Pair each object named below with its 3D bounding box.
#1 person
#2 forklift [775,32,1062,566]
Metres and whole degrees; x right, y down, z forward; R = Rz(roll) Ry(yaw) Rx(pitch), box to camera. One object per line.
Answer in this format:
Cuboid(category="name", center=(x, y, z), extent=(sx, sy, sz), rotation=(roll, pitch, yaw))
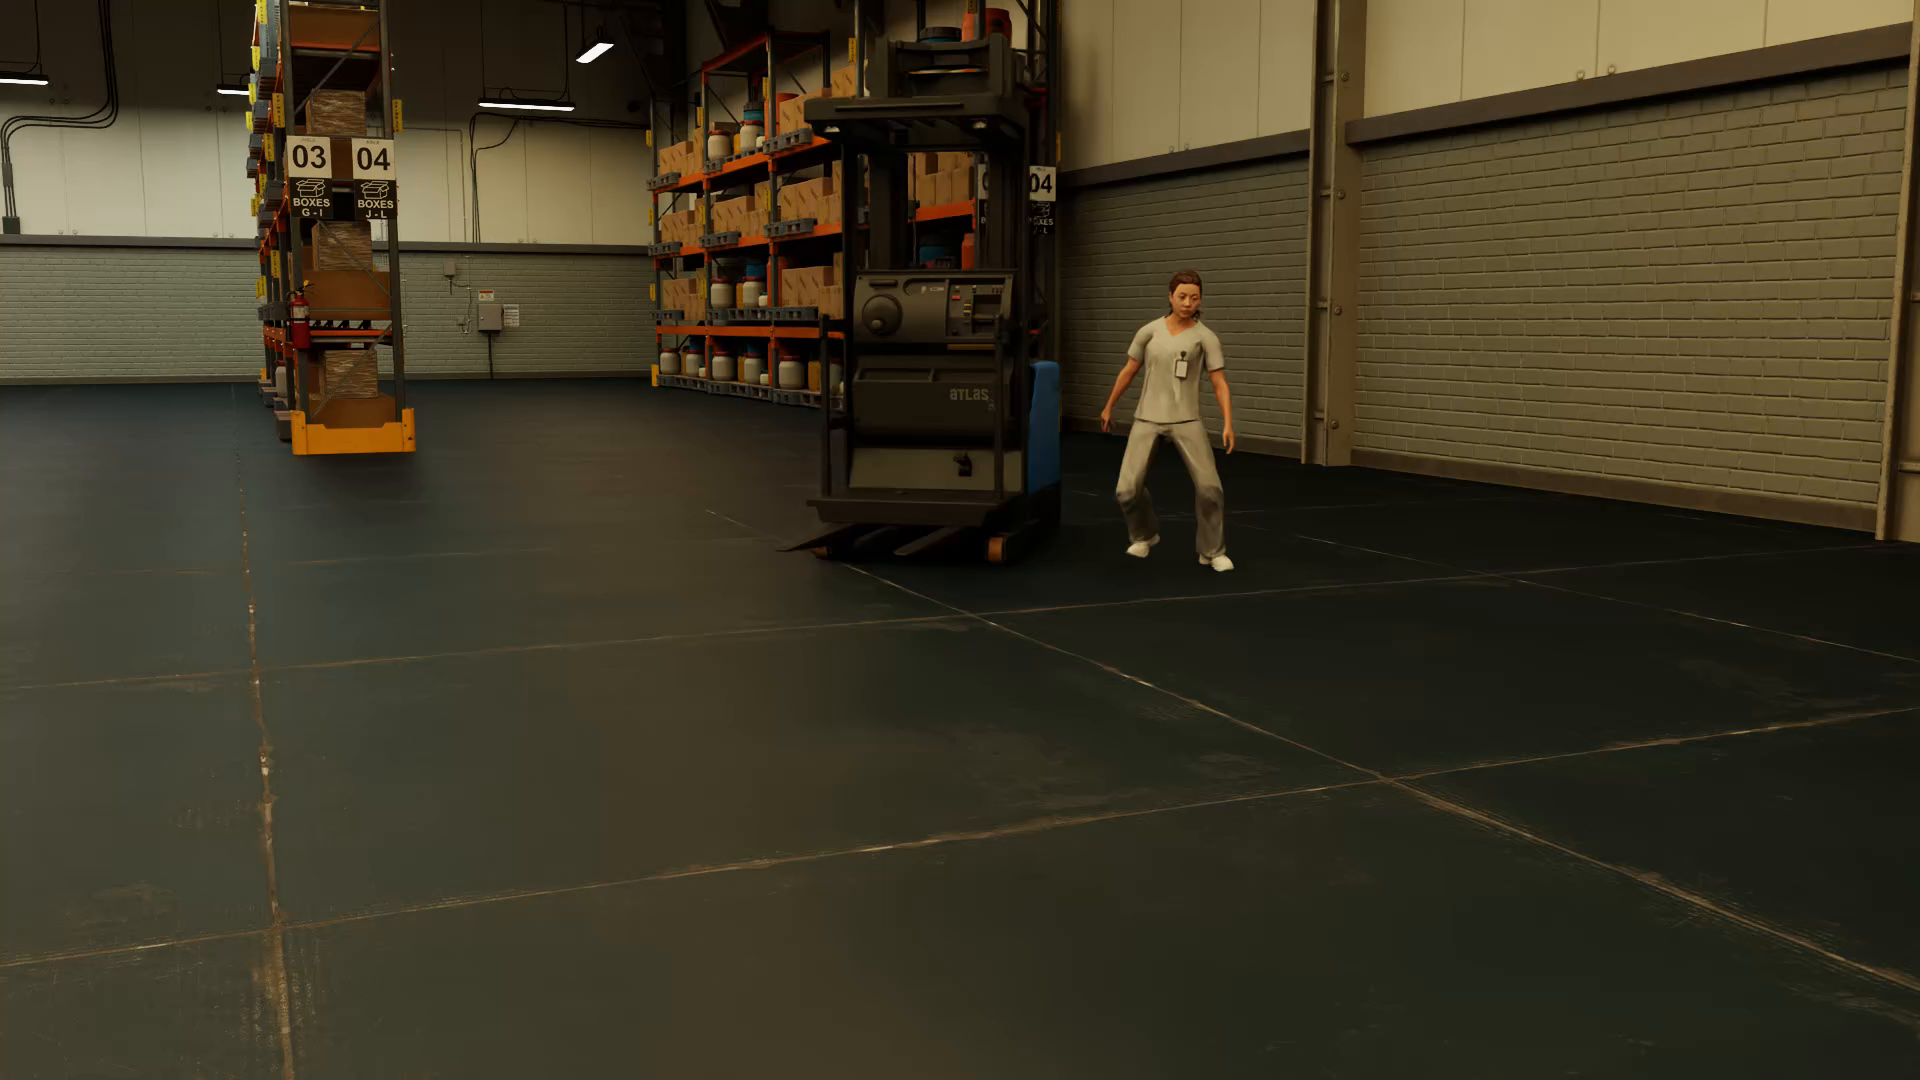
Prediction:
Cuboid(category="person", center=(1.125, -0.649, 8.983), extent=(0.780, 1.599, 0.484), rotation=(3, 8, 23))
Cuboid(category="forklift", center=(-0.205, -1.365, 9.294), extent=(1.130, 2.935, 3.031), rotation=(2, 8, 14))
